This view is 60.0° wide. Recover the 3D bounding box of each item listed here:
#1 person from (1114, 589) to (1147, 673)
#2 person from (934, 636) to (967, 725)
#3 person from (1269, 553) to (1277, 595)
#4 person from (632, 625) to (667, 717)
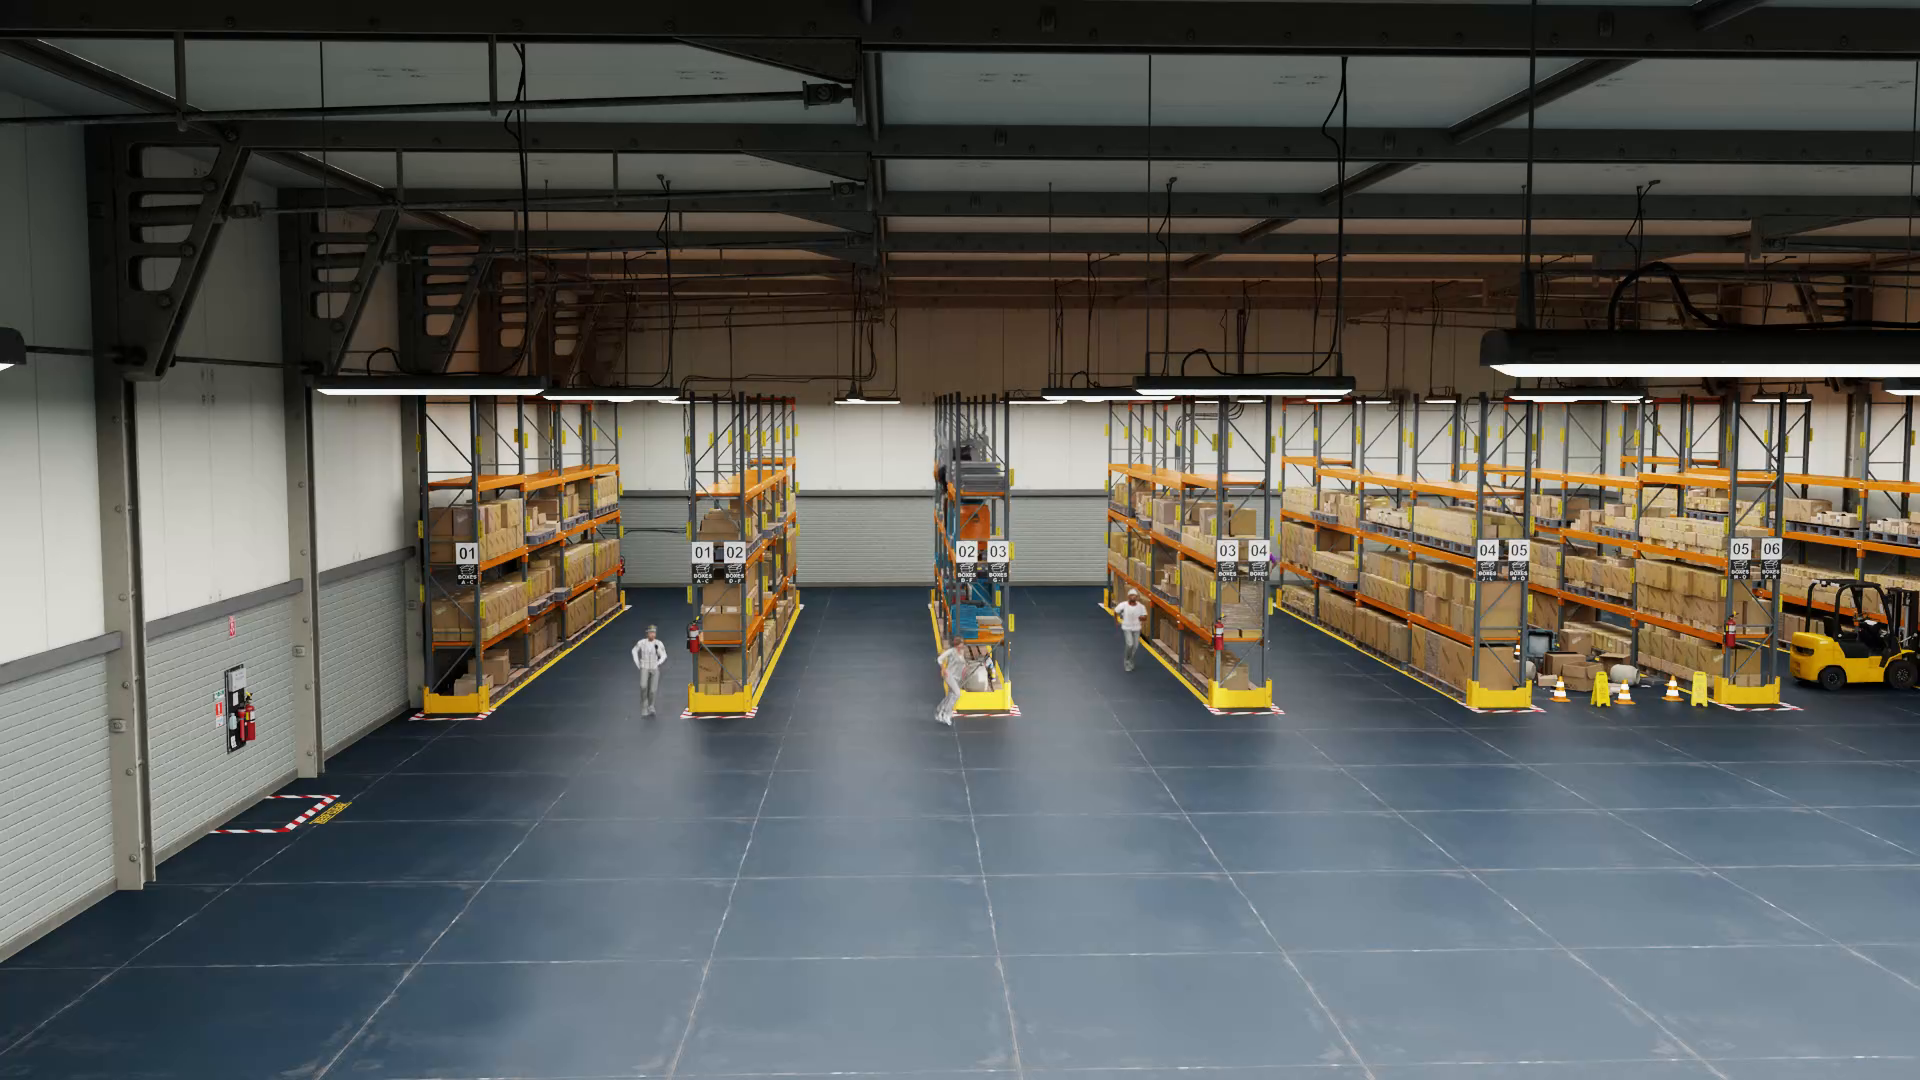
[{"bbox_3d":[3.718,1.965,35.982,0.671,1.801,0.728,-1,5,-10],"label":"person"},{"bbox_3d":[-0.151,2.542,30.224,0.631,1.574,0.619,3,6,34],"label":"person"},{"bbox_3d":[8.845,0.936,48.840,0.914,1.731,0.761,-1,5,-11],"label":"person"},{"bbox_3d":[-5.759,2.421,30.875,0.625,1.700,0.642,-1,5,-12],"label":"person"}]
